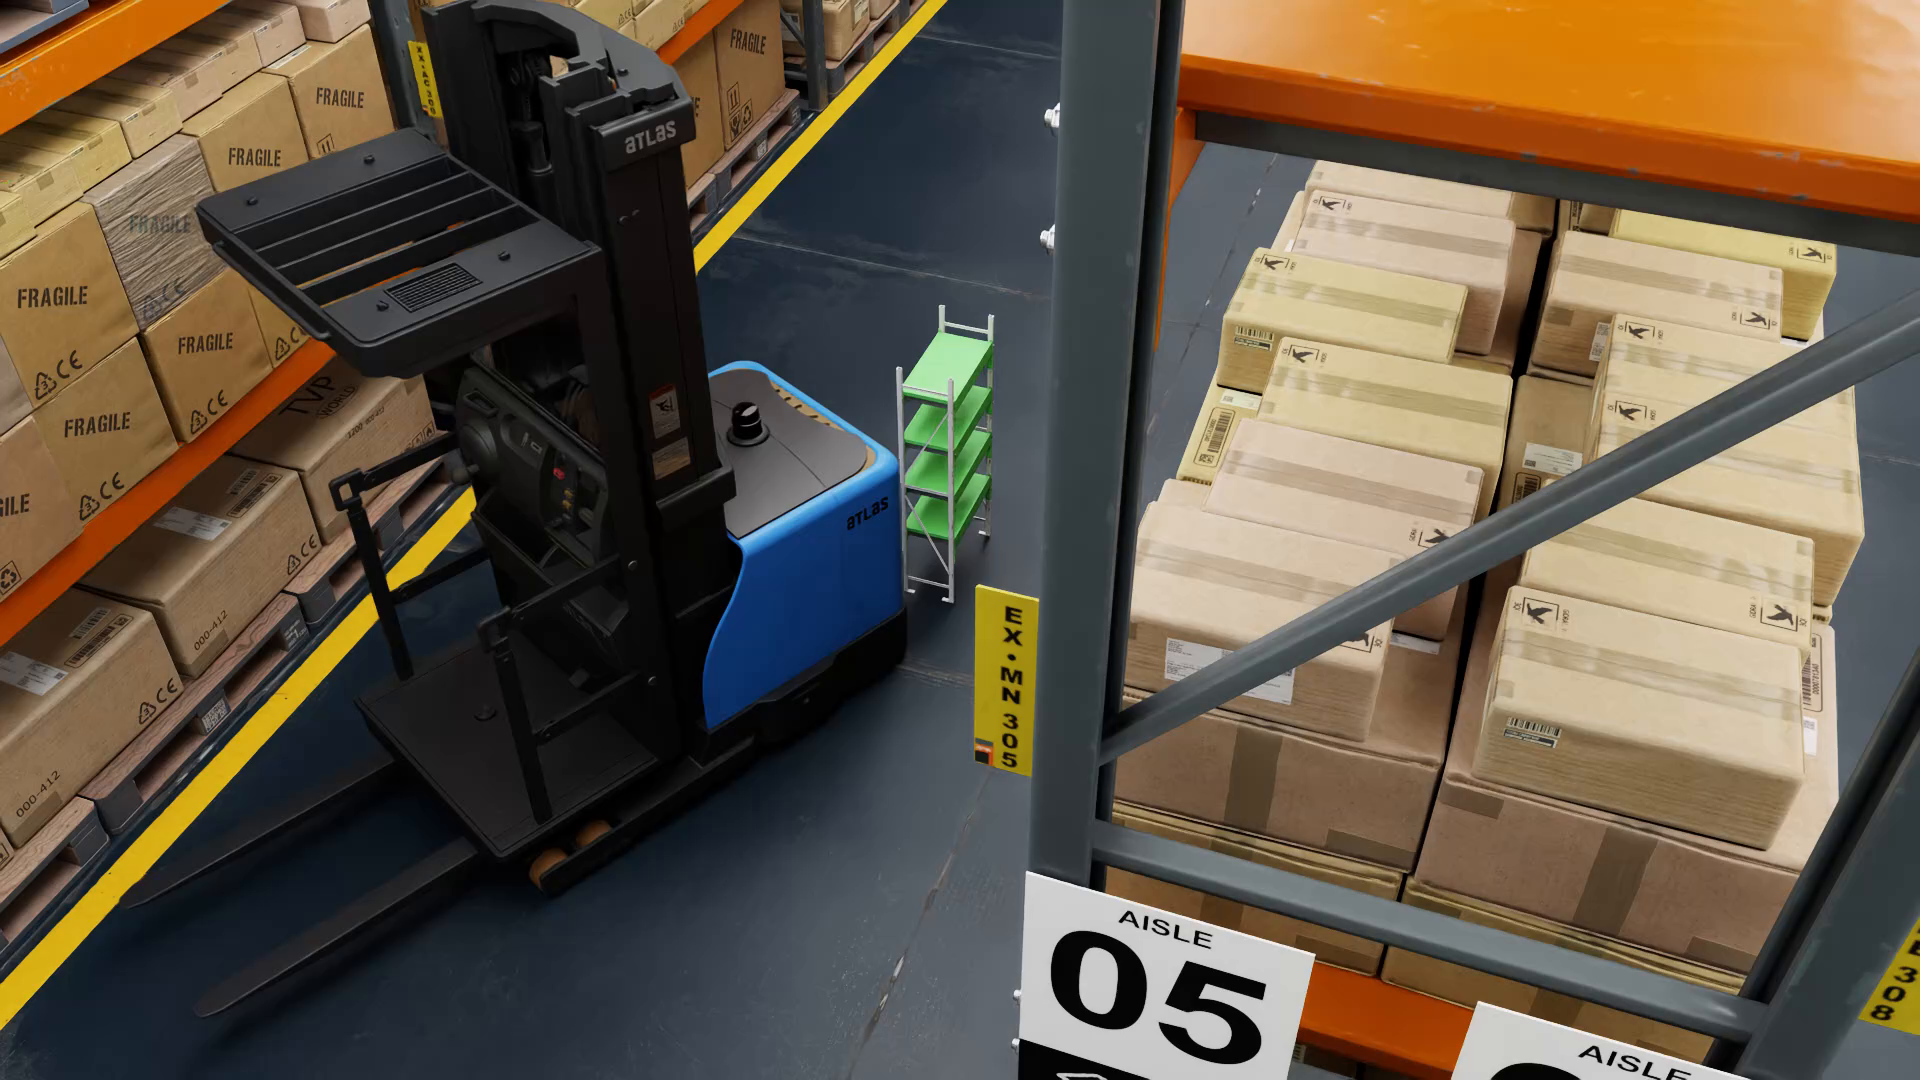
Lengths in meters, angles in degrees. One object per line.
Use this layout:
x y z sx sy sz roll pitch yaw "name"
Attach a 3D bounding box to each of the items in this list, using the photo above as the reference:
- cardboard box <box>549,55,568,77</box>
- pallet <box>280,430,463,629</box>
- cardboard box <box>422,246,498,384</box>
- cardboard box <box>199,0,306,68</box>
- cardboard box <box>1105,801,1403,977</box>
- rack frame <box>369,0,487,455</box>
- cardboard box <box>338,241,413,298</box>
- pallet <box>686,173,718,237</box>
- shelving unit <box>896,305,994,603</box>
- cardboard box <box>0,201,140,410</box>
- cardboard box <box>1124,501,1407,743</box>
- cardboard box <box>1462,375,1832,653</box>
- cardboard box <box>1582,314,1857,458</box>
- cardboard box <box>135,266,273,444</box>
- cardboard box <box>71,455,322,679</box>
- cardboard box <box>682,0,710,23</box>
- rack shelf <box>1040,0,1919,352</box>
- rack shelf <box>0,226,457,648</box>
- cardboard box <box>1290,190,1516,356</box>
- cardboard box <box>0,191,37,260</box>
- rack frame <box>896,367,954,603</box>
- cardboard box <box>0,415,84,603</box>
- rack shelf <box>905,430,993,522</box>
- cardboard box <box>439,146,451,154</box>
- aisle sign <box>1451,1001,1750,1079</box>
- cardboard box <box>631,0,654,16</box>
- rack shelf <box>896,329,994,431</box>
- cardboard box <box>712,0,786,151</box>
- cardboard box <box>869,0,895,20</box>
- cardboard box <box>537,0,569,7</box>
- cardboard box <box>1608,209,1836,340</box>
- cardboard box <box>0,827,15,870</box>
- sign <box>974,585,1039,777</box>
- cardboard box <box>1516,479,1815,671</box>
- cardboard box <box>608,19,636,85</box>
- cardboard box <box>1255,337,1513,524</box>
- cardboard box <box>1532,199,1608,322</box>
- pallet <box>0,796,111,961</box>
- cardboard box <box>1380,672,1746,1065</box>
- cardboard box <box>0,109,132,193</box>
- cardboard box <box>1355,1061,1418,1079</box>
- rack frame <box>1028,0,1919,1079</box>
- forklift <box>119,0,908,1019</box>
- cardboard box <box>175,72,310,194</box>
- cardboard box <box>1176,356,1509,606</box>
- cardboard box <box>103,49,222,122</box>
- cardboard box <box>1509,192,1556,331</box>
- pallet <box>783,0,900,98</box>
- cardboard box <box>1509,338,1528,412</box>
-2.169 -2.335 7.860 0.500 0.250 0.500 14 42 16 "cardboard box"
-3.070 -0.165 7.734 1.003 0.211 1.213 13 42 15 "pallet"
-2.600 -1.419 8.370 0.875 0.875 0.875 15 43 16 "cardboard box"
-2.735 -1.942 6.322 0.380 0.149 0.250 14 43 16 "cardboard box"
0.489 0.384 2.746 0.500 0.250 0.500 12 42 14 "cardboard box"
-2.737 -1.672 7.352 1.000 3.000 0.127 13 42 15 "rack frame"
-2.655 -1.370 6.922 0.500 0.500 0.500 14 42 15 "cardboard box"
-2.128 -1.845 9.704 1.003 0.211 1.213 13 42 15 "pallet"
-0.057 -0.355 7.196 0.258 1.200 0.503 13 42 15 "shelving unit"
-3.164 -0.817 5.503 0.500 0.500 0.500 13 42 15 "cardboard box"
0.419 0.111 2.375 0.380 0.149 0.250 13 42 15 "cardboard box"
1.154 0.002 2.810 0.500 0.250 0.500 13 42 15 "cardboard box"
1.256 -0.217 2.759 0.380 0.149 0.250 14 42 16 "cardboard box"
-2.984 -0.746 6.189 0.500 0.500 0.500 13 42 14 "cardboard box"
-3.358 0.048 6.987 0.875 0.438 0.875 12 42 14 "cardboard box"
-1.645 -3.070 9.106 0.500 0.250 0.500 13 42 15 "cardboard box"
1.266 -1.422 2.994 1.077 0.370 4.000 13 42 15 "rack shelf"
-3.420 -0.179 6.156 1.077 0.370 4.000 13 42 15 "rack shelf"
0.815 -0.501 3.092 0.380 0.149 0.250 12 42 14 "cardboard box"
-3.153 -0.989 5.205 0.380 0.149 0.250 12 42 14 "cardboard box"
-0.140 -0.207 7.021 0.240 1.200 0.015 13 42 15 "rack frame"
-3.333 -0.120 5.457 0.500 0.500 0.500 13 42 15 "cardboard box"
-0.057 -0.307 7.237 0.258 0.148 0.480 13 42 15 "rack shelf"
-2.338 -1.825 7.647 0.500 0.250 0.500 12 42 14 "cardboard box"
0.839 0.927 2.303 0.394 0.787 0.004 13 42 15 "aisle sign"
-1.801 -2.946 8.576 0.500 0.250 0.500 12 42 14 "cardboard box"
-0.057 -0.672 6.926 0.258 0.148 0.480 13 42 15 "rack shelf"
-1.683 -3.060 10.293 0.875 0.875 0.875 13 42 15 "cardboard box"
-0.921 -4.066 11.859 0.950 0.372 0.625 13 42 14 "cardboard box"
-2.168 -2.611 7.606 0.500 0.500 0.500 13 42 15 "cardboard box"
1.424 -0.538 3.135 0.380 0.149 0.250 15 43 16 "cardboard box"
-3.973 1.158 5.686 0.875 0.438 0.875 12 42 14 "cardboard box"
0.067 0.191 2.175 0.100 0.325 0.005 13 42 15 "sign"
1.010 0.080 2.411 0.380 0.149 0.250 15 43 17 "cardboard box"
-1.972 -2.450 8.379 0.500 0.250 0.500 13 42 15 "cardboard box"
0.683 -0.175 2.709 0.380 0.149 0.250 12 42 14 "cardboard box"
1.509 -0.613 3.530 0.500 0.250 0.500 12 42 13 "cardboard box"
-3.904 1.323 5.990 1.003 0.211 1.213 13 42 15 "pallet"
0.976 0.504 2.607 0.500 0.250 0.500 15 43 17 "cardboard box"
-3.039 -1.313 5.584 0.380 0.149 0.250 12 42 14 "cardboard box"
0.985 1.058 3.076 0.500 0.500 0.500 13 42 15 "cardboard box"
0.582 -0.478 1.330 1.000 3.000 0.127 13 42 15 "rack frame"
-1.641 -0.191 5.669 3.031 2.935 1.130 -31 49 -31 "forklift"
-2.820 -1.434 6.226 0.500 0.500 0.500 13 42 14 "cardboard box"
0.674 -0.119 2.952 0.500 0.250 0.500 12 42 14 "cardboard box"
-2.899 -1.634 5.960 0.380 0.149 0.250 13 42 15 "cardboard box"
1.035 -0.736 3.675 0.500 0.250 0.500 12 42 13 "cardboard box"
-1.100 -3.527 11.675 1.003 0.211 1.213 13 42 15 "pallet"
1.324 -0.134 3.354 0.500 0.250 0.500 12 42 14 "cardboard box"
